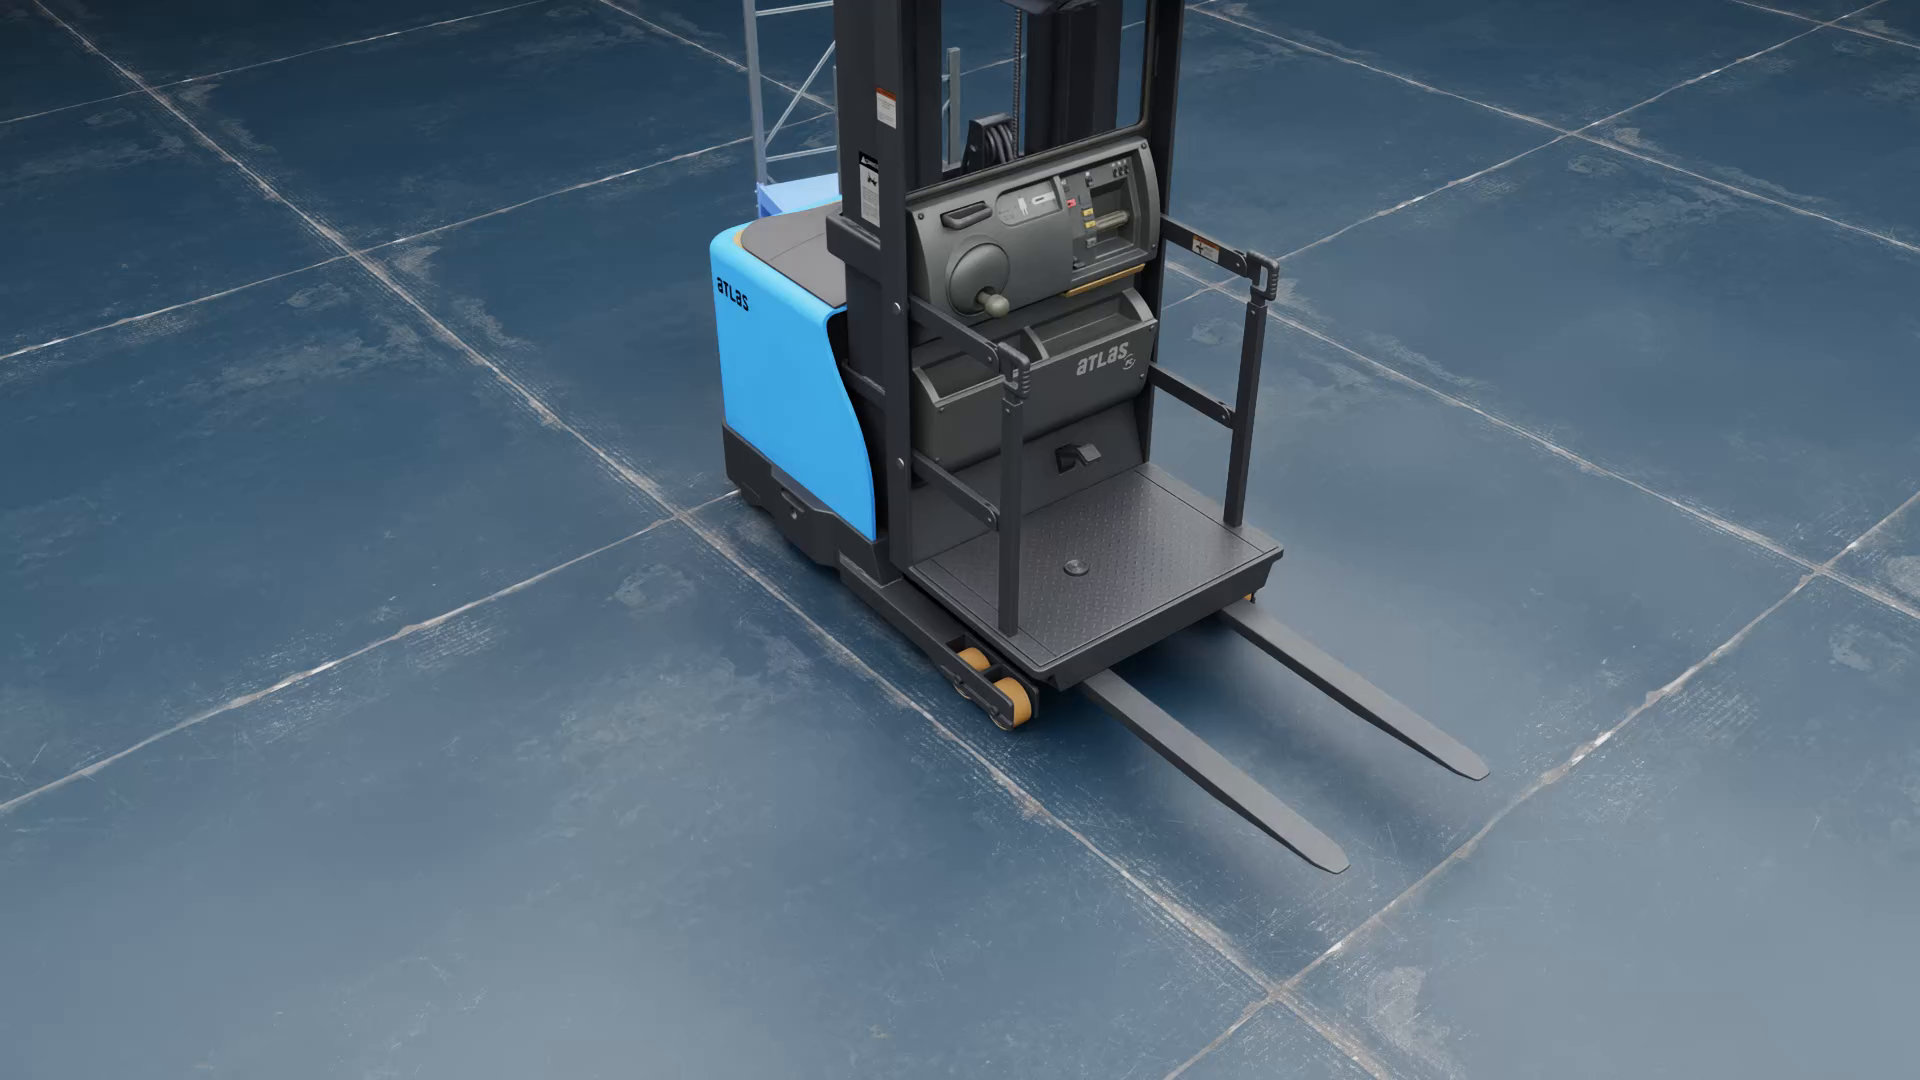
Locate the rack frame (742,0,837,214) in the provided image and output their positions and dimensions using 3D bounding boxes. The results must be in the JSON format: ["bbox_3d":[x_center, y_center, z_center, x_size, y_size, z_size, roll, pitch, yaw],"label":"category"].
[{"bbox_3d":[-0.669,-1.715,7.373,0.500,1.500,0.032,-15,38,-20],"label":"rack frame"}]

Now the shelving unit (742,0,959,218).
[{"bbox_3d":[-0.452,-1.449,6.998,0.538,1.500,1.048,-15,38,-20],"label":"shelving unit"}]

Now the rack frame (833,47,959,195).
[{"bbox_3d":[-0.235,-1.183,6.623,0.500,1.500,0.032,-15,38,-20],"label":"rack frame"}]

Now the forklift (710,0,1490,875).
[{"bbox_3d":[0.381,-0.908,4.996,1.130,2.935,3.031,-24,42,-30],"label":"forklift"}]

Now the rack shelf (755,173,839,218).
[{"bbox_3d":[-0.452,-1.302,7.102,0.538,0.185,1.000,-15,38,-20],"label":"rack shelf"}]
